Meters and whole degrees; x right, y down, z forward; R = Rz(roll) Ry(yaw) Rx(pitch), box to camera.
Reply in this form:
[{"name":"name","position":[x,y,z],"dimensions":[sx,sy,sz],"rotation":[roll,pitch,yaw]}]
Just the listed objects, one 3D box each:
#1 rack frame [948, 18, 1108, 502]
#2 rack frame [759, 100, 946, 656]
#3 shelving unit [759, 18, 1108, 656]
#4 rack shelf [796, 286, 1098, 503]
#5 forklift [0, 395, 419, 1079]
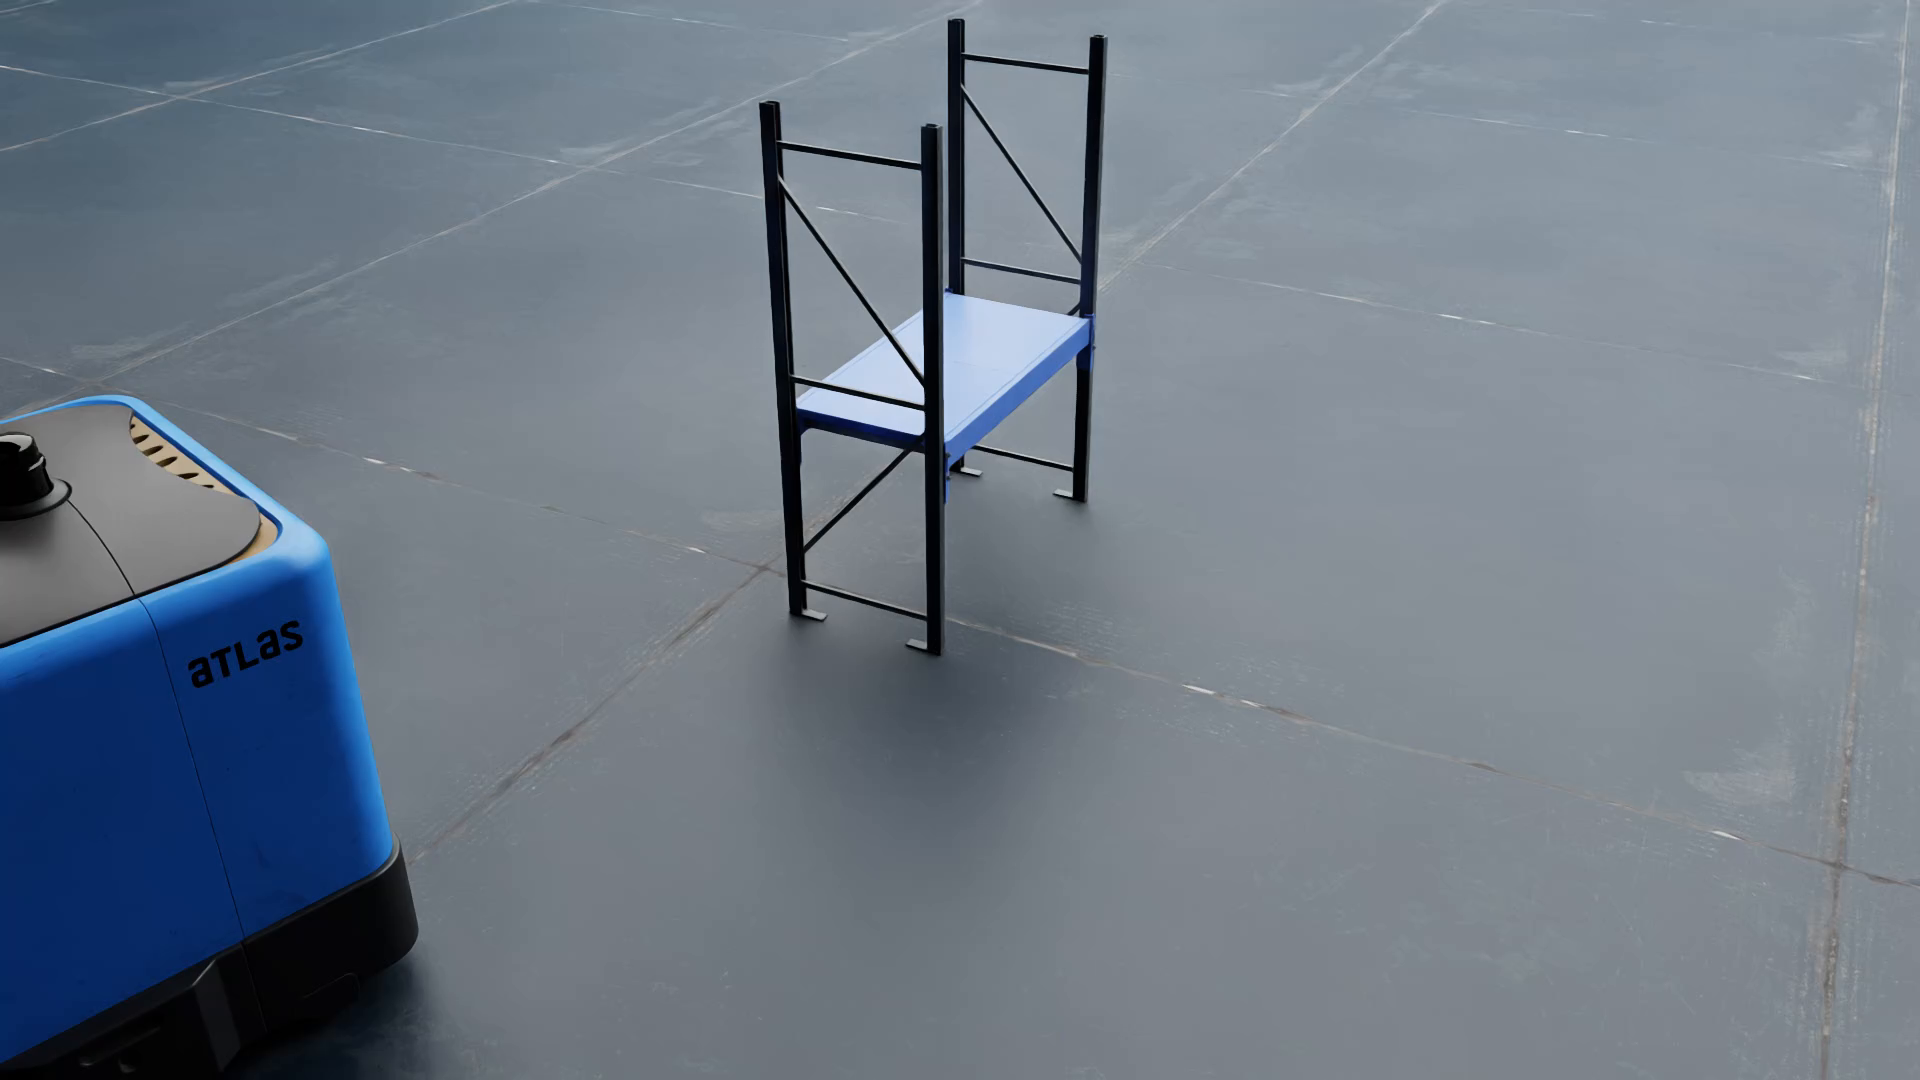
[{"name":"rack frame","position":[0.193,-0.838,5.203],"dimensions":[0.500,1.500,0.032],"rotation":[14,33,23]},{"name":"rack frame","position":[-0.270,-0.387,4.418],"dimensions":[0.500,1.500,0.032],"rotation":[14,33,23]},{"name":"shelving unit","position":[-0.039,-0.613,4.811],"dimensions":[0.538,1.500,1.048],"rotation":[14,33,23]},{"name":"rack shelf","position":[-0.039,-0.457,4.900],"dimensions":[0.538,0.185,1.000],"rotation":[14,33,23]},{"name":"forklift","position":[-2.575,0.003,2.301],"dimensions":[3.031,2.935,1.130],"rotation":[-26,39,-38]}]
